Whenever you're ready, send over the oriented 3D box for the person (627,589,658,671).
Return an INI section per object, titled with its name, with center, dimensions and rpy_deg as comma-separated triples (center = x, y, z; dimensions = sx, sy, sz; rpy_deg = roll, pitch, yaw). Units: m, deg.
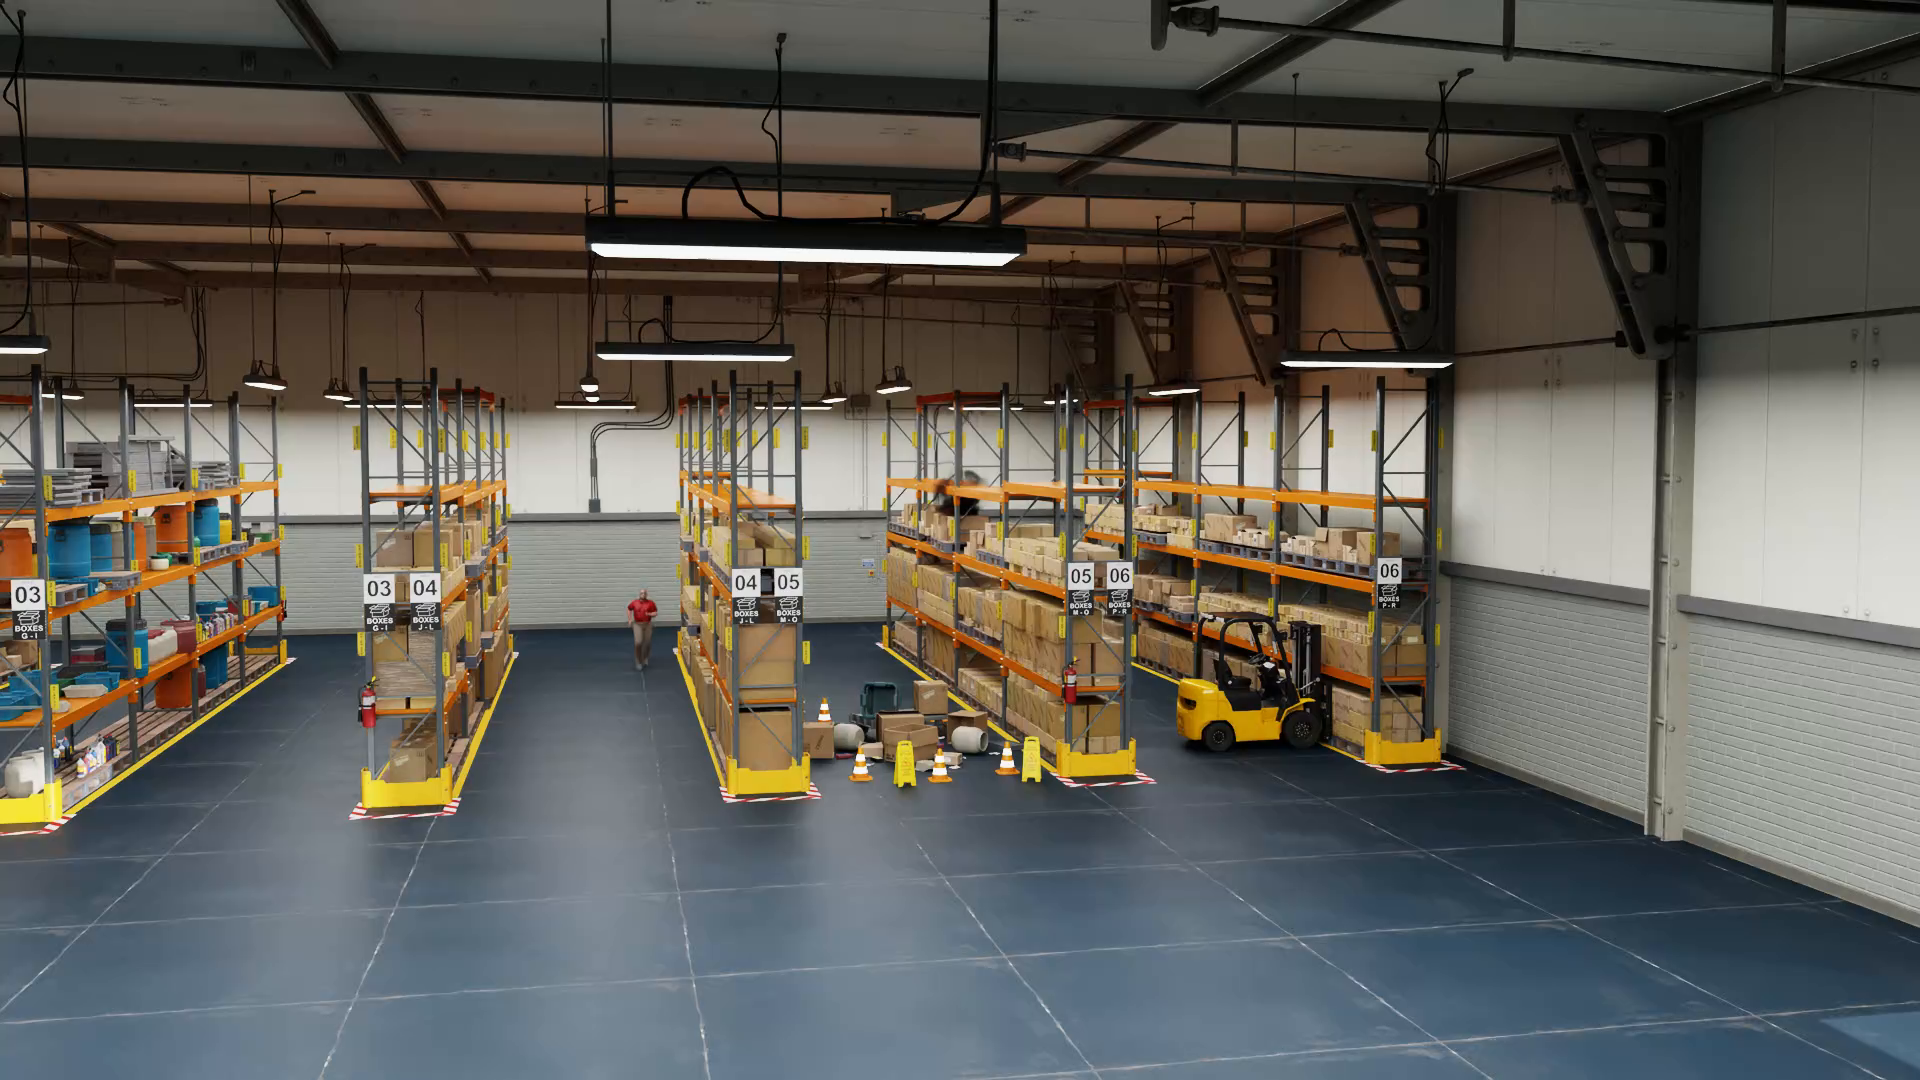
[person]
center = -6.981, 1.971, 36.616
dimensions = 0.635, 1.800, 0.779
rpy_deg = -1, 4, -18
